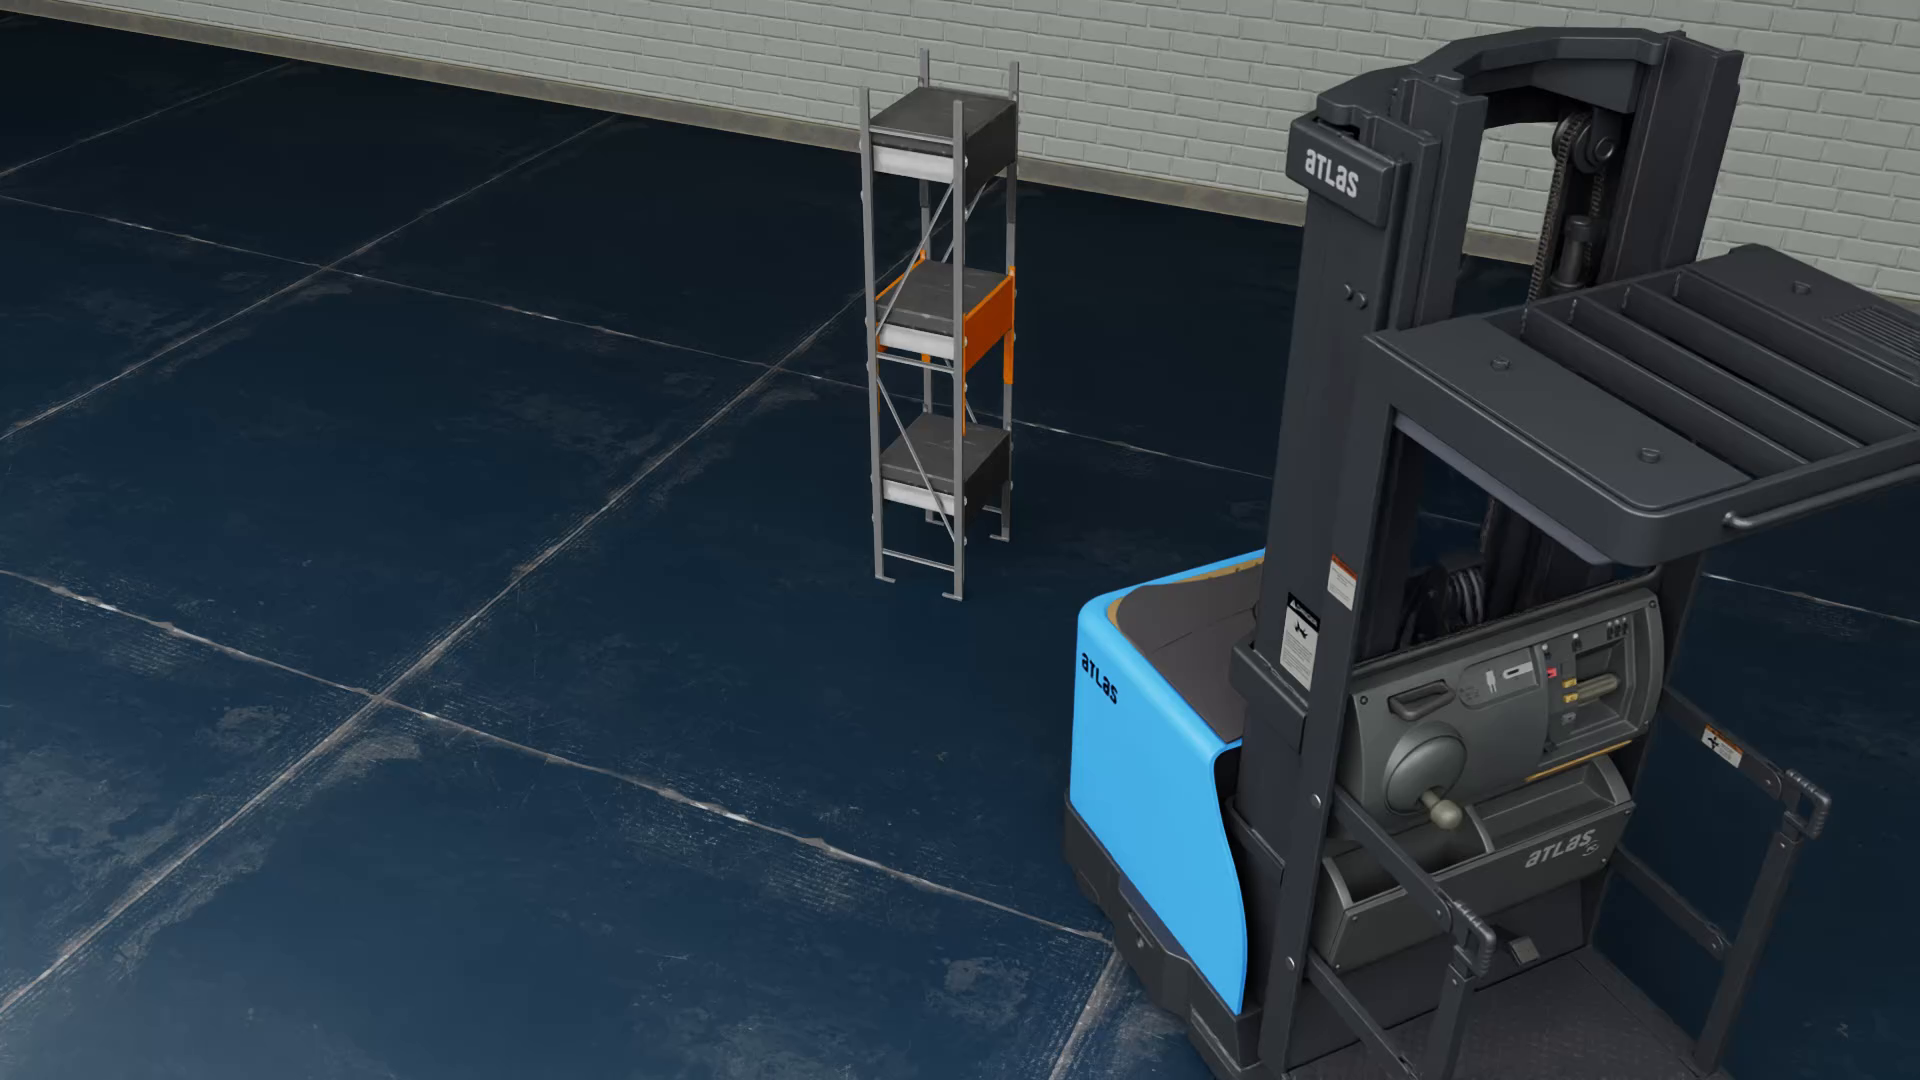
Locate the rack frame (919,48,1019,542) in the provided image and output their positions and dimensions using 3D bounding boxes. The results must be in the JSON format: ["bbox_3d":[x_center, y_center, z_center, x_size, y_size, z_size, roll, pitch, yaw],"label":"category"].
[{"bbox_3d":[0.033,-0.917,6.734,0.400,2.100,0.015,14,36,20],"label":"rack frame"}]

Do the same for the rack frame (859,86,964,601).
[{"bbox_3d":[-0.171,-0.674,6.363,0.400,2.100,0.015,14,36,20],"label":"rack frame"}]

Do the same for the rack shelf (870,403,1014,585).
[{"bbox_3d":[-0.069,-0.199,6.940,0.431,0.518,0.480,14,36,20],"label":"rack shelf"}]

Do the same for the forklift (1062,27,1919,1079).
[{"bbox_3d":[1.429,0.469,3.861,1.130,2.935,3.031,-15,36,-21],"label":"forklift"}]

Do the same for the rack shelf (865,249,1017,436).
[{"bbox_3d":[-0.069,-0.784,6.556,0.431,0.518,0.480,14,36,20],"label":"rack shelf"}]

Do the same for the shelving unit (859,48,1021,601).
[{"bbox_3d":[-0.069,-0.796,6.549,0.431,2.100,0.503,14,36,20],"label":"shelving unit"}]

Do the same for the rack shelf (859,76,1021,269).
[{"bbox_3d":[-0.069,-1.370,6.172,0.431,0.518,0.480,14,36,20],"label":"rack shelf"}]
